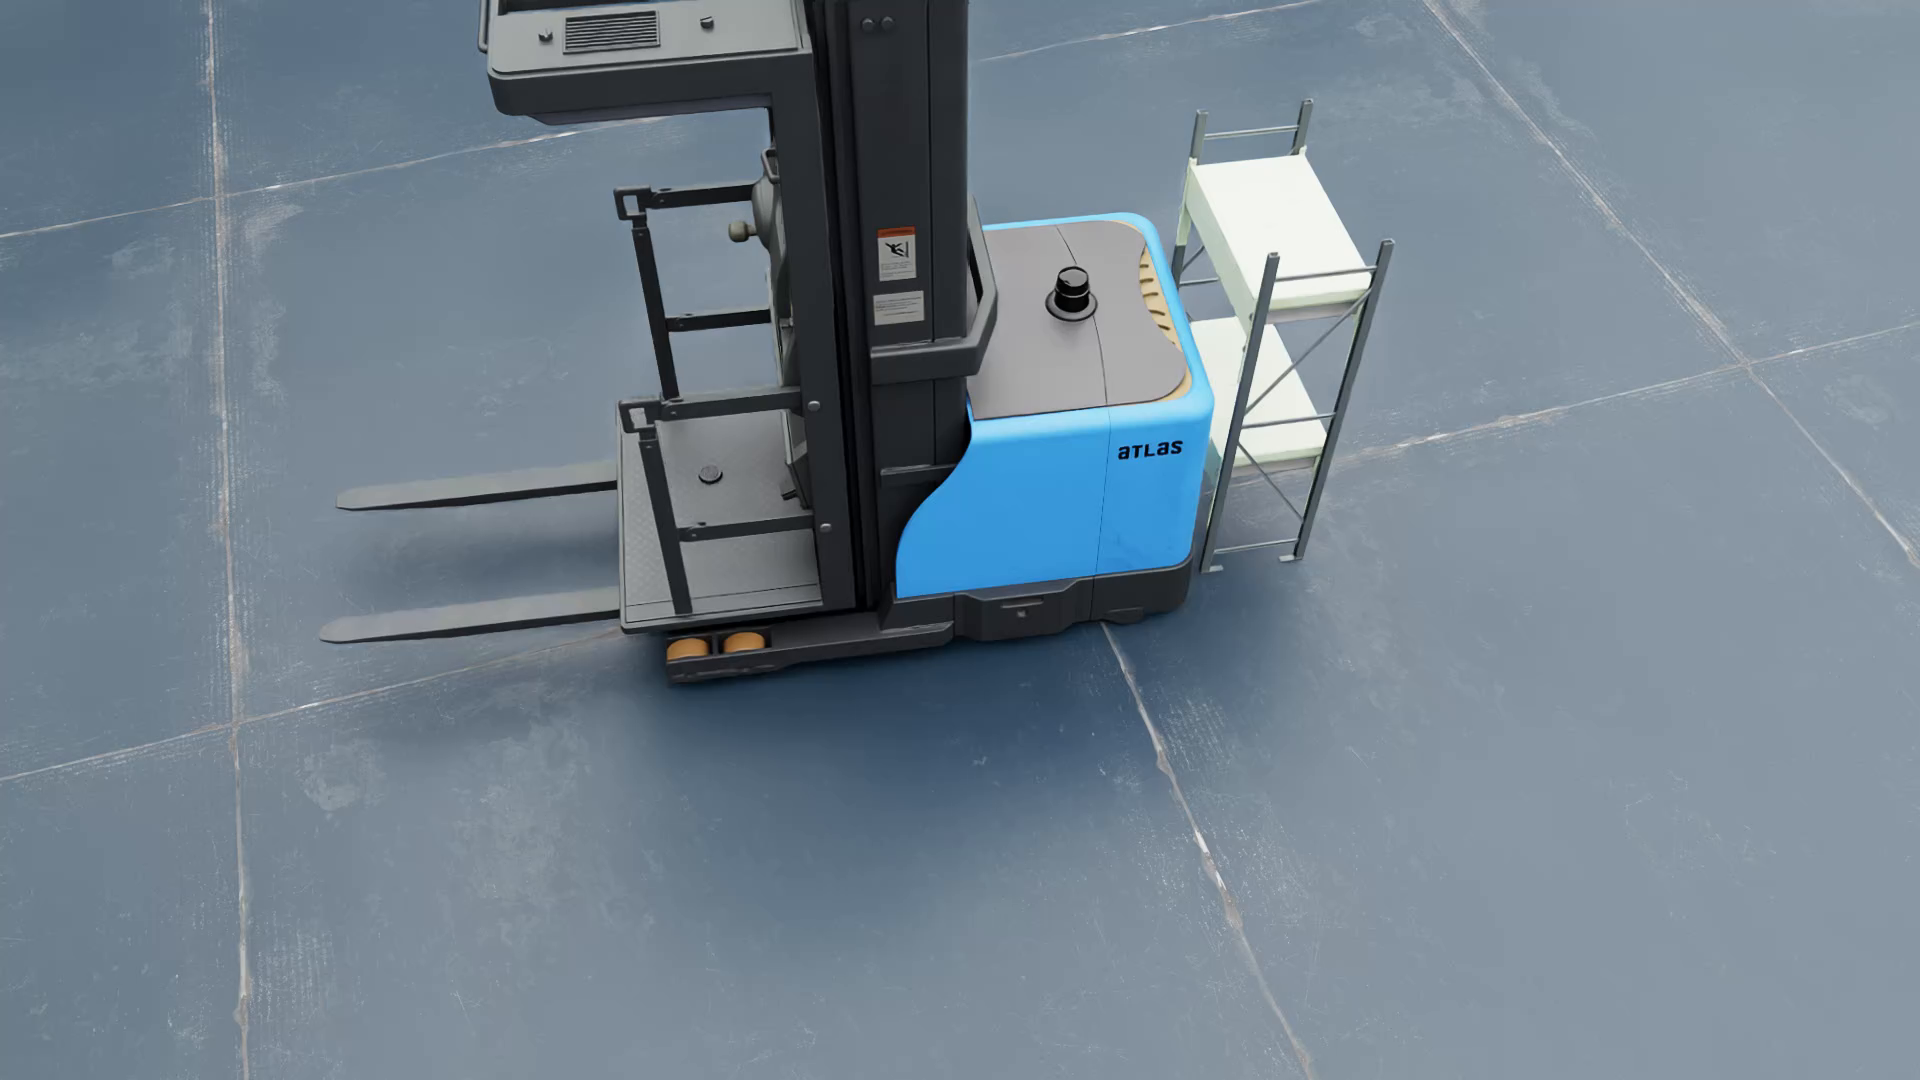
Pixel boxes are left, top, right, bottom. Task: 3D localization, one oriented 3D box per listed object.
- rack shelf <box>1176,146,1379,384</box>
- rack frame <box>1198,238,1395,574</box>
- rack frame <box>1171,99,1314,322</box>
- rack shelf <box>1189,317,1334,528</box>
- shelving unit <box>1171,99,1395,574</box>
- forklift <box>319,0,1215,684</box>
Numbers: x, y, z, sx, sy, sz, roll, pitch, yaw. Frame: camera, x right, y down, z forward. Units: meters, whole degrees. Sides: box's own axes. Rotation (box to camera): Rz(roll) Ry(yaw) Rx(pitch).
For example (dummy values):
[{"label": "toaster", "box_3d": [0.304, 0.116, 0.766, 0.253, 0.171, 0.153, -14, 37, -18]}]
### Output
[{"label": "rack shelf", "box_3d": [1.039, -0.924, 5.529, 0.431, 0.370, 0.720, -8, 50, -9]}, {"label": "rack frame", "box_3d": [1.101, -0.396, 5.594, 0.400, 1.500, 0.023, -8, 50, -9]}, {"label": "rack frame", "box_3d": [0.953, -0.945, 6.056, 0.400, 1.500, 0.023, -8, 50, -9]}, {"label": "rack shelf", "box_3d": [1.017, -0.459, 6.073, 0.431, 0.370, 0.720, -8, 50, -9]}, {"label": "shelving unit", "box_3d": [1.027, -0.671, 5.825, 0.431, 1.500, 0.755, -8, 50, -9]}, {"label": "forklift", "box_3d": [-0.738, -0.882, 5.076, 3.031, 2.935, 1.130, -6, 50, -5]}]
